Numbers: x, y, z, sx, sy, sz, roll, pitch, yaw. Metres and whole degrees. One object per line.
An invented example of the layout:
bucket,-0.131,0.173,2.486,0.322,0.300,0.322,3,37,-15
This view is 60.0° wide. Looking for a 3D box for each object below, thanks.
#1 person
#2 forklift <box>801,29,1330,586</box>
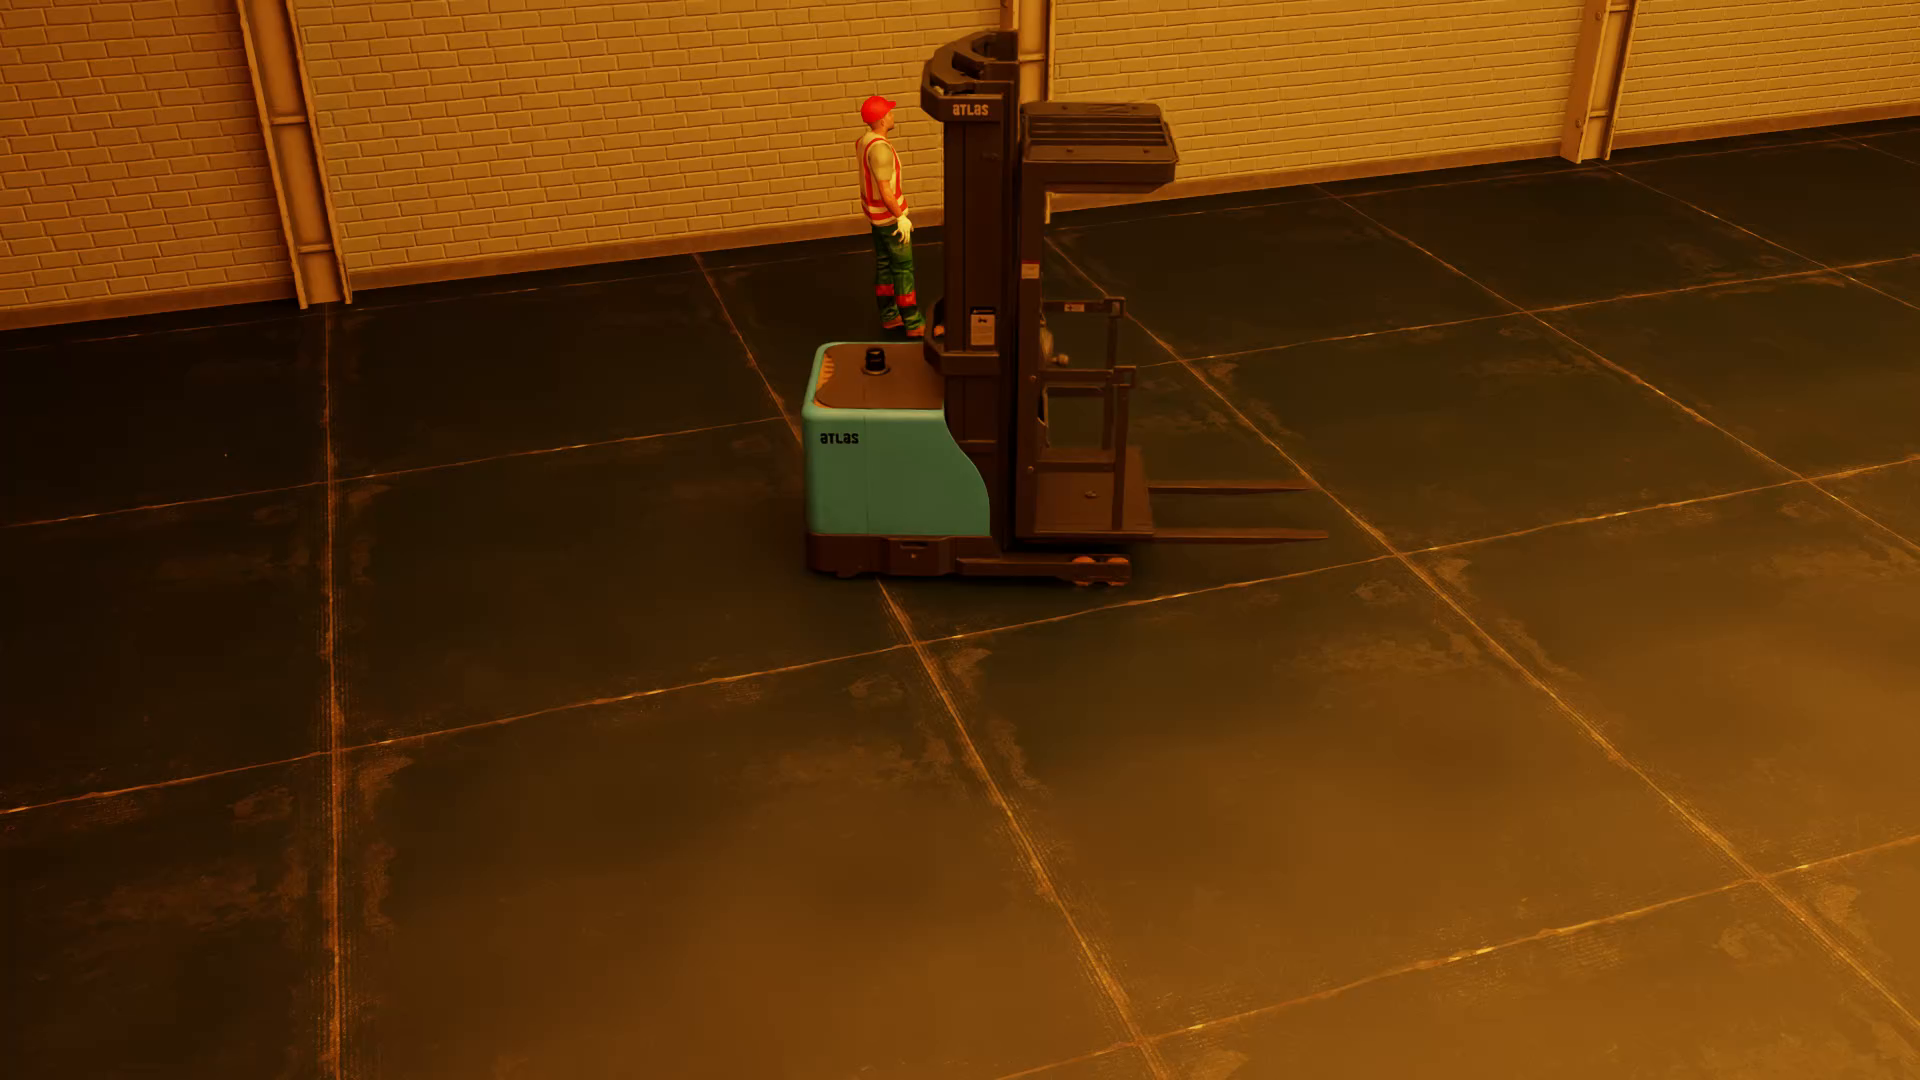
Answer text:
person,-0.466,-2.428,12.438,0.566,1.787,0.638,-10,31,-16
forklift,0.632,-1.274,9.301,3.031,2.935,1.130,1,30,1
